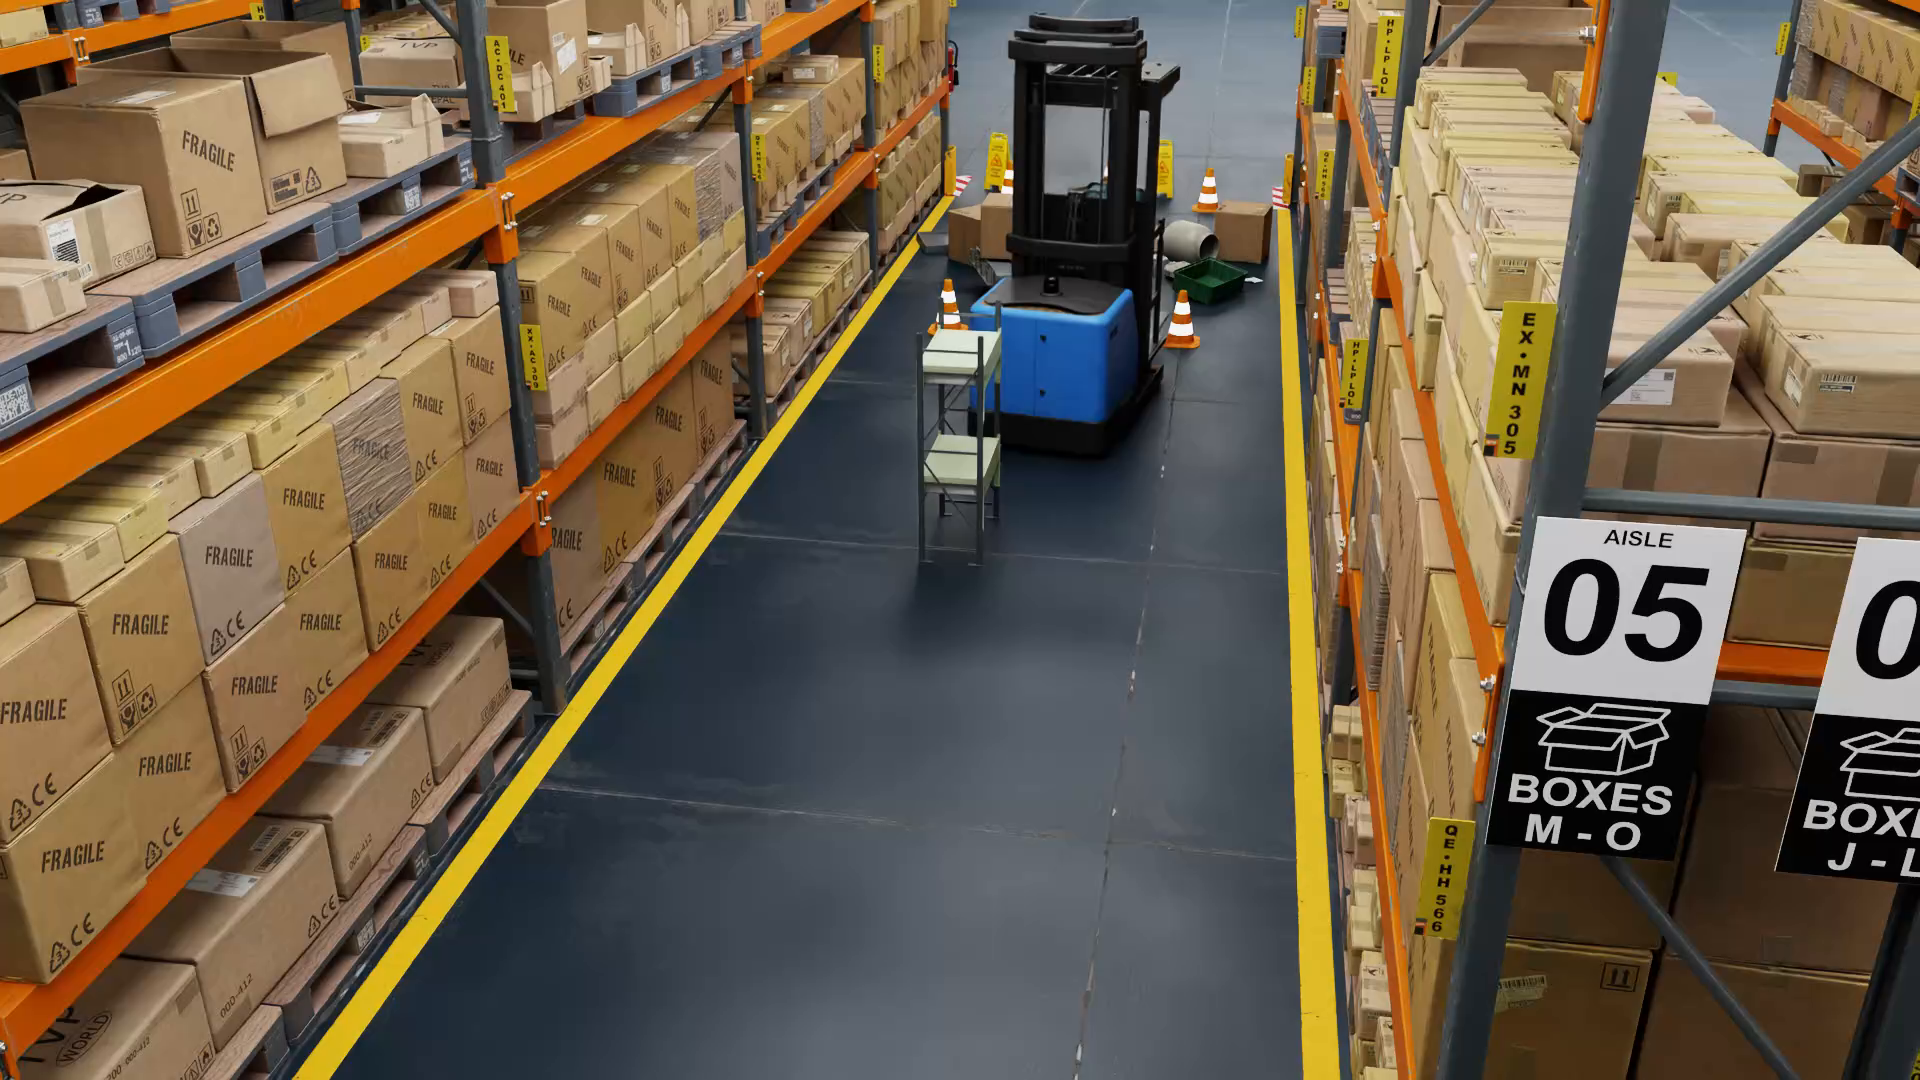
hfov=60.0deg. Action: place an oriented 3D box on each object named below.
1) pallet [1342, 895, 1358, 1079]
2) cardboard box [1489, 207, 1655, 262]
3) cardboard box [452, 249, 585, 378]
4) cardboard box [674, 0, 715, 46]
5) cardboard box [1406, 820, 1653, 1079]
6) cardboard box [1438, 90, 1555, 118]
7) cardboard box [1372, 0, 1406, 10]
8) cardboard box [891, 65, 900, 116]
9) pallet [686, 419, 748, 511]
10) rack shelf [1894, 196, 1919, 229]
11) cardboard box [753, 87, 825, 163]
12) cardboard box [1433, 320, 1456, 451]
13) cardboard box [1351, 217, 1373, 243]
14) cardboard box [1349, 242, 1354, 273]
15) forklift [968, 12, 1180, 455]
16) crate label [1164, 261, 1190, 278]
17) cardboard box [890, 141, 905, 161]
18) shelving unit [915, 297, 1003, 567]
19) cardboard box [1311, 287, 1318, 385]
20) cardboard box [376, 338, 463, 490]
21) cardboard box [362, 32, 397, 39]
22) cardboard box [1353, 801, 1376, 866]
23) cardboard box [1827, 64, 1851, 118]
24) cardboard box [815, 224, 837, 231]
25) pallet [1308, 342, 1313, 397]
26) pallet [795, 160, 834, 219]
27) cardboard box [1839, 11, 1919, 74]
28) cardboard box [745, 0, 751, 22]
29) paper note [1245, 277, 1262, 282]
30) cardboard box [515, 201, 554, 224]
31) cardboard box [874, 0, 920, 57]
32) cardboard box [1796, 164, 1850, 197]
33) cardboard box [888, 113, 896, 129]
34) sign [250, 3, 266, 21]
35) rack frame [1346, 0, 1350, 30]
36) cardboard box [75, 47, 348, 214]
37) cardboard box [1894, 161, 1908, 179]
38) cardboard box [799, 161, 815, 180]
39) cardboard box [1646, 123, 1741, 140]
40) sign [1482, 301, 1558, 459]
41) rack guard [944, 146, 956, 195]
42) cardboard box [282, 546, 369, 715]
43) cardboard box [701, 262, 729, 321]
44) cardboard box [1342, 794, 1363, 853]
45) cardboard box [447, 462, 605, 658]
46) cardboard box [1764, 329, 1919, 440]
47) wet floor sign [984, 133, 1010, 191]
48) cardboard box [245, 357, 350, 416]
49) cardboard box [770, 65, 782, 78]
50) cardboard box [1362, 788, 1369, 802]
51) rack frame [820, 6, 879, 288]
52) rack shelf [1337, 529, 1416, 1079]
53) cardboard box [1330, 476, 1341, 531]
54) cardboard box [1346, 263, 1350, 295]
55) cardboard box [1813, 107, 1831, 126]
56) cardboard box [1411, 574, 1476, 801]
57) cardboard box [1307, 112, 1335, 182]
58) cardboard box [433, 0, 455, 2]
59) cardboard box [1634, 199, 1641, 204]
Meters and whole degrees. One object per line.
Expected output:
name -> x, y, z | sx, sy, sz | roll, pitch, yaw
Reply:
pallet -> 2.036, 1.877, 6.491 | 1.003, 0.211, 1.213 | 4, 25, 9
cardboard box -> 1.634, -0.789, 4.475 | 0.380, 0.149, 0.250 | 3, 25, 7
cardboard box -> -2.236, -1.144, 8.358 | 0.500, 0.500, 0.500 | 4, 25, 9
cardboard box -> -1.913, -3.322, 10.156 | 0.700, 0.500, 0.500 | 3, 25, 6
cardboard box -> 1.474, 1.106, 4.380 | 0.500, 0.500, 0.500 | 5, 25, 10
cardboard box -> 1.959, -1.553, 6.109 | 0.380, 0.149, 0.250 | 4, 25, 8
cardboard box -> 2.537, -3.129, 9.338 | 0.396, 0.266, 0.258 | 4, 25, 9
cardboard box -> -0.879, -4.384, 16.109 | 0.500, 0.500, 0.500 | 4, 25, 8
pallet -> -2.141, -0.567, 11.713 | 1.003, 0.211, 1.213 | 4, 25, 9
rack shelf -> 8.165, -1.979, 12.288 | 1.077, 0.370, 4.000 | 4, 25, 9
cardboard box -> -1.389, -3.347, 13.398 | 0.500, 0.500, 0.500 | 3, 25, 7
cardboard box -> 1.638, -0.428, 4.764 | 0.500, 0.250, 0.500 | 5, 26, 11
cardboard box -> 2.654, -1.907, 10.386 | 0.380, 0.149, 0.250 | 3, 25, 7
cardboard box -> 2.642, -1.763, 10.429 | 0.380, 0.149, 0.250 | 5, 26, 11
forklift -> 1.007, -2.538, 12.716 | 1.130, 2.935, 3.031 | 8, 26, 17
crate label -> 2.144, -2.621, 16.188 | 0.298, 0.136, 0.250 | -14, 29, -27
cardboard box -> -0.760, -3.897, 16.636 | 0.380, 0.149, 0.250 | 5, 26, 11
shelving unit -> 0.001, -0.682, 10.438 | 0.431, 1.500, 0.755 | 4, 25, 9
cardboard box -> 3.290, -1.640, 12.873 | 1.050, 0.750, 0.750 | 4, 25, 9
cardboard box -> -2.488, -0.552, 7.093 | 0.500, 0.500, 0.500 | 4, 25, 8
cardboard box -> -5.851, -4.979, 16.616 | 0.380, 0.149, 0.250 | 4, 25, 8
cardboard box -> 1.809, 1.212, 6.788 | 0.380, 0.149, 0.250 | 5, 25, 10
cardboard box -> 8.941, -4.342, 16.020 | 0.875, 0.500, 0.500 | 4, 25, 9
cardboard box -> -1.453, -3.038, 16.451 | 0.500, 0.250, 0.500 | 5, 26, 11
pallet -> 3.367, -1.424, 13.544 | 1.003, 0.211, 1.213 | 4, 25, 9
pallet -> -1.655, -2.899, 13.631 | 1.003, 0.211, 1.213 | 4, 25, 9
cardboard box -> 8.543, -4.608, 15.409 | 0.500, 0.500, 0.500 | 4, 25, 9
cardboard box -> -1.677, -3.679, 11.692 | 0.396, 0.266, 0.258 | 4, 25, 9
paper note -> 2.832, -2.527, 16.111 | 0.147, 0.020, 0.142 | -14, 29, -27
cardboard box -> -2.587, -1.612, 9.358 | 0.500, 0.500, 0.500 | 5, 26, 10
cardboard box -> -0.785, -5.050, 16.352 | 0.700, 0.500, 0.500 | 3, 25, 7
cardboard box -> 9.027, -3.612, 17.382 | 0.500, 0.500, 0.500 | 9, 27, 18
cardboard box -> -0.838, -4.147, 16.367 | 0.380, 0.149, 0.250 | 5, 26, 10
sign -> -3.129, -2.251, 7.500 | 0.100, 0.325, 0.005 | 4, 25, 9
rack frame -> 2.962, -4.571, 9.901 | 1.000, 3.000, 0.127 | 4, 25, 9
cardboard box -> -2.781, -1.556, 6.263 | 0.797, 0.503, 0.637 | 6, 26, 13
cardboard box -> 8.237, -3.138, 14.211 | 0.380, 0.149, 0.250 | 4, 25, 9
cardboard box -> -1.390, -3.027, 13.479 | 0.380, 0.149, 0.250 | 5, 26, 10
cardboard box -> 2.364, -1.292, 5.551 | 0.380, 0.149, 0.250 | 3, 25, 6
sign -> 1.110, -0.315, 3.301 | 0.100, 0.325, 0.005 | 4, 25, 9
rack guard -> -0.643, -4.337, 19.425 | 1.175, 0.500, 0.348 | 4, 25, 9
cardboard box -> -2.663, 0.329, 6.390 | 0.500, 0.500, 0.500 | 5, 26, 10
cardboard box -> -1.833, -1.643, 10.898 | 0.500, 0.250, 0.500 | 4, 25, 9
cardboard box -> 1.899, 1.269, 7.369 | 0.380, 0.149, 0.250 | 4, 25, 8
cardboard box -> -2.570, 0.025, 9.168 | 0.875, 0.875, 0.875 | 5, 26, 10
cardboard box -> 1.932, -0.325, 3.486 | 0.380, 0.149, 0.250 | 4, 25, 8
wet floor sign -> 0.456, -4.440, 19.474 | 0.267, 0.644, 0.232 | 13, 28, 26
cardboard box -> -2.600, -0.593, 6.415 | 0.380, 0.149, 0.250 | 3, 25, 7
cardboard box -> -1.725, -3.812, 14.392 | 0.500, 0.500, 0.500 | 4, 25, 9
cardboard box -> 1.976, 1.131, 7.312 | 0.380, 0.149, 0.250 | 4, 25, 8
rack frame -> -1.285, -3.828, 15.389 | 1.000, 3.000, 0.127 | 4, 25, 9
rack shelf -> 1.981, 0.981, 5.964 | 1.077, 0.370, 4.000 | 4, 25, 9
cardboard box -> 2.277, -0.122, 9.041 | 0.500, 0.250, 0.500 | 5, 26, 11
cardboard box -> 2.645, -1.645, 10.527 | 0.380, 0.149, 0.250 | 5, 26, 11
cardboard box -> 8.681, -4.181, 16.440 | 0.380, 0.149, 0.250 | 4, 25, 9
cardboard box -> 1.567, 0.438, 4.627 | 0.500, 0.500, 0.500 | 3, 25, 7
cardboard box -> 3.264, -3.371, 14.296 | 0.500, 0.500, 0.500 | 4, 25, 9
cardboard box -> -5.899, -6.084, 18.976 | 0.380, 0.149, 0.250 | 5, 26, 10
cardboard box -> 2.306, -1.052, 5.509 | 0.500, 0.250, 0.500 | 5, 26, 11
